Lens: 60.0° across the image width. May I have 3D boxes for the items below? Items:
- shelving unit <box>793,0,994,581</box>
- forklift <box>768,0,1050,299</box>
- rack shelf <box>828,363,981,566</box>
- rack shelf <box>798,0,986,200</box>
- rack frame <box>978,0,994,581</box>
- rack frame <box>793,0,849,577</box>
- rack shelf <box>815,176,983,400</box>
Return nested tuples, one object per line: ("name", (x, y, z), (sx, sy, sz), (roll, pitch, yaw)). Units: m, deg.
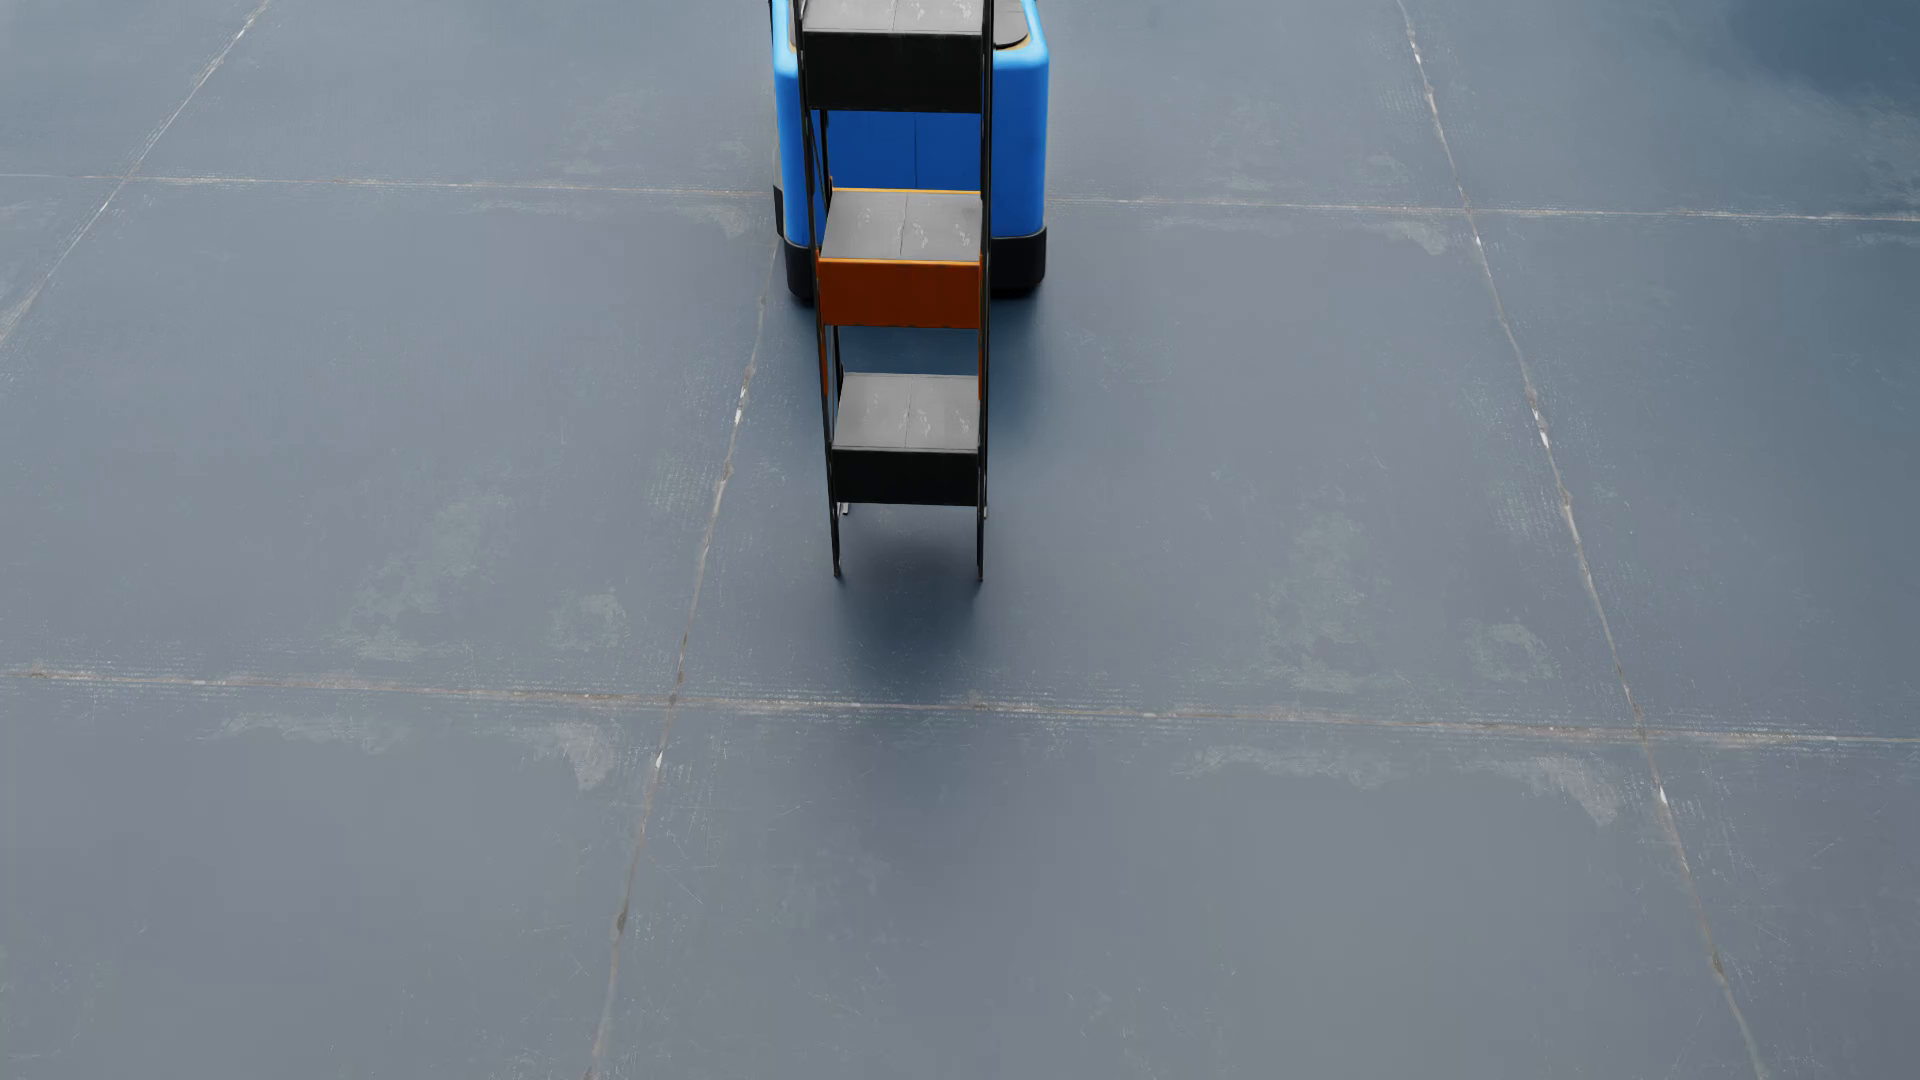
("shelving unit", (-0.165, -0.773, 5.040), (0.503, 2.100, 0.431), (2, 43, 2))
("forklift", (-0.304, -3.042, 6.865), (1.130, 2.935, 3.031), (-4, 43, -4))
("rack shelf", (-0.165, -0.251, 5.526), (0.480, 0.518, 0.431), (2, 43, 2))
("rack shelf", (-0.165, -1.276, 4.572), (0.480, 0.518, 0.431), (2, 43, 2))
("rack frame", (0.078, -0.766, 5.032), (0.015, 2.100, 0.400), (2, 43, 2))
("rack frame", (-0.409, -0.781, 5.048), (0.015, 2.100, 0.400), (2, 43, 2))
("rack shelf", (-0.165, -0.763, 5.049), (0.480, 0.518, 0.431), (2, 43, 2))
